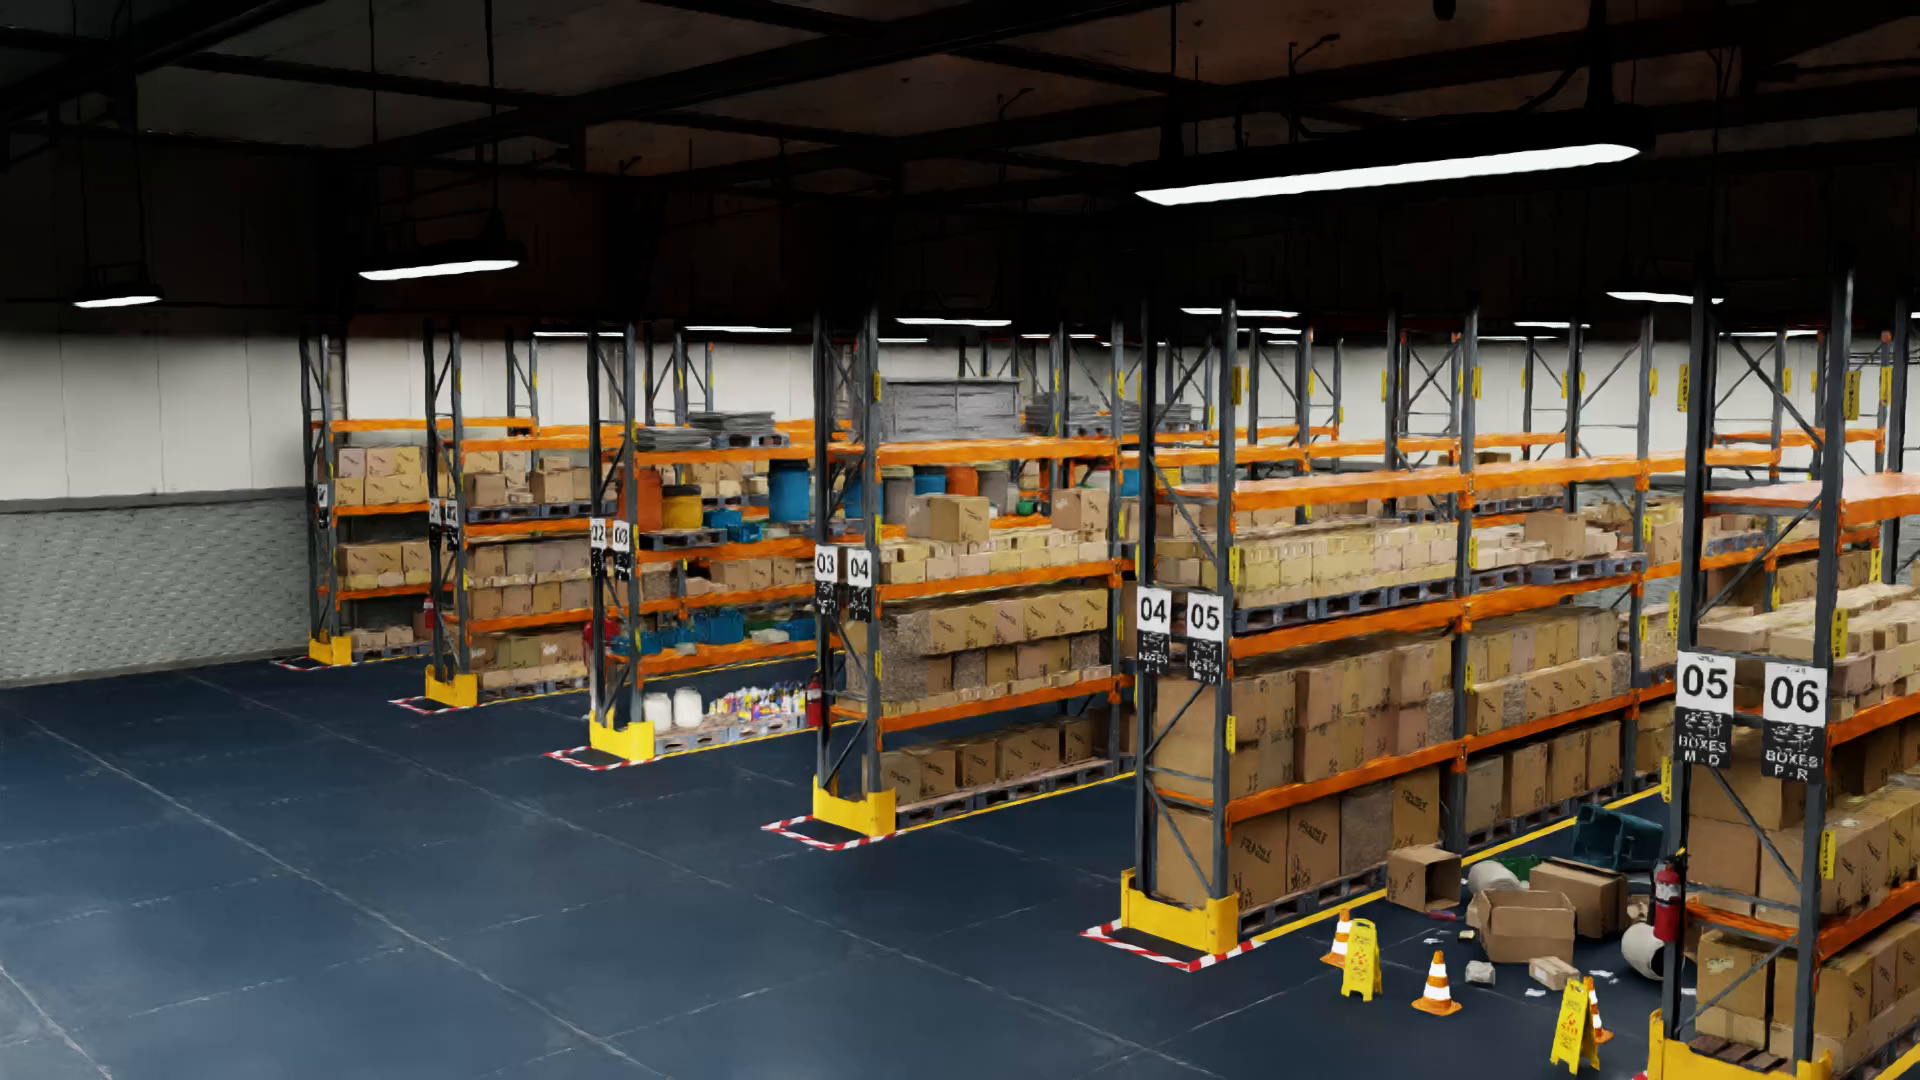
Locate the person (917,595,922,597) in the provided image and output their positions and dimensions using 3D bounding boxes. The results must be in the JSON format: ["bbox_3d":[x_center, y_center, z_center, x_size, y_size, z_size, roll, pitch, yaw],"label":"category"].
[{"bbox_3d":[-0.867,1.333,30.271,0.411,1.534,0.957,5,7,38],"label":"person"}]

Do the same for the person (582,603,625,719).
[{"bbox_3d":[-5.330,1.789,24.844,0.653,1.717,0.584,-1,6,-14],"label":"person"}]
